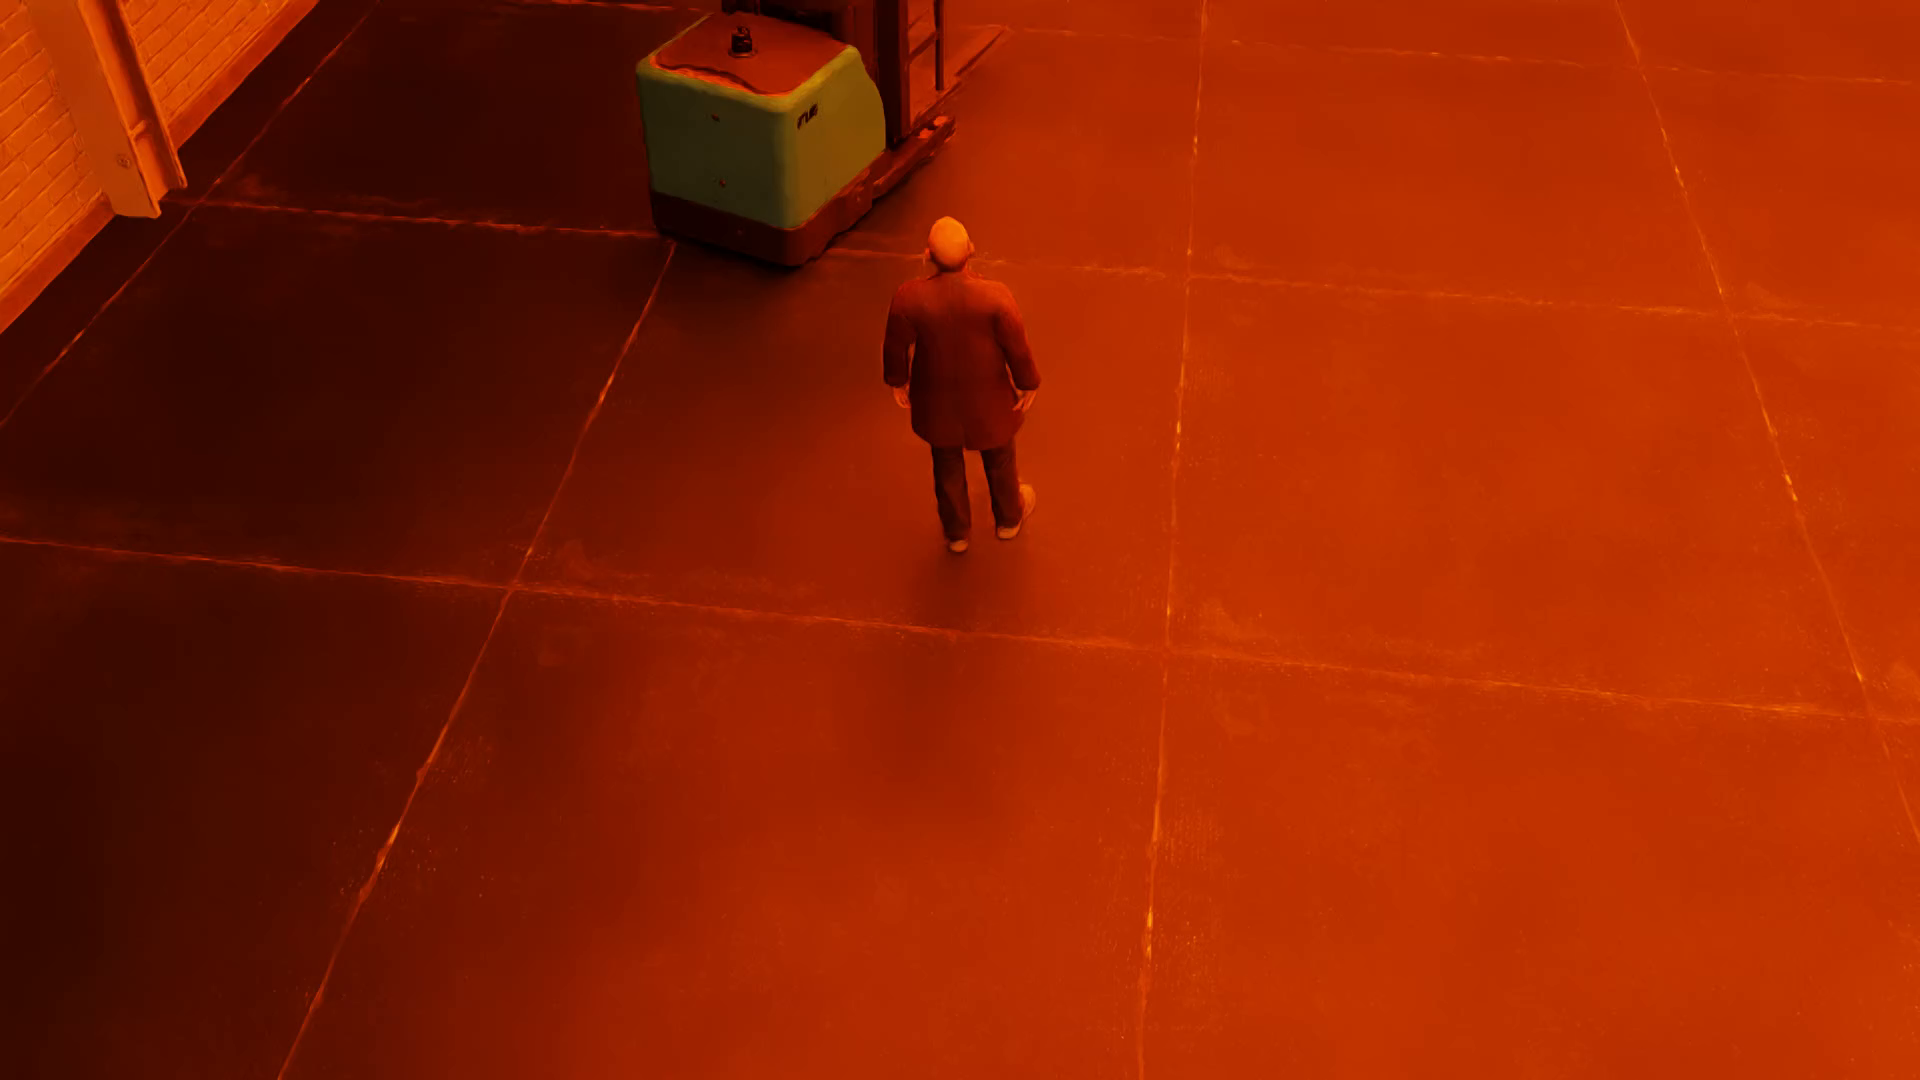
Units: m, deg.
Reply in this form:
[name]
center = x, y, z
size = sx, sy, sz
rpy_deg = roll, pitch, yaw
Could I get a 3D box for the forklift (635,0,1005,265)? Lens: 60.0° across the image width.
[forklift]
center = -0.687, -3.639, 9.685
size = 1.130, 2.935, 3.031
rpy_deg = 19, 46, 20

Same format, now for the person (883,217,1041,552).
[person]
center = 0.017, -0.721, 7.351
size = 0.694, 1.776, 0.580
rpy_deg = 5, 43, 6
